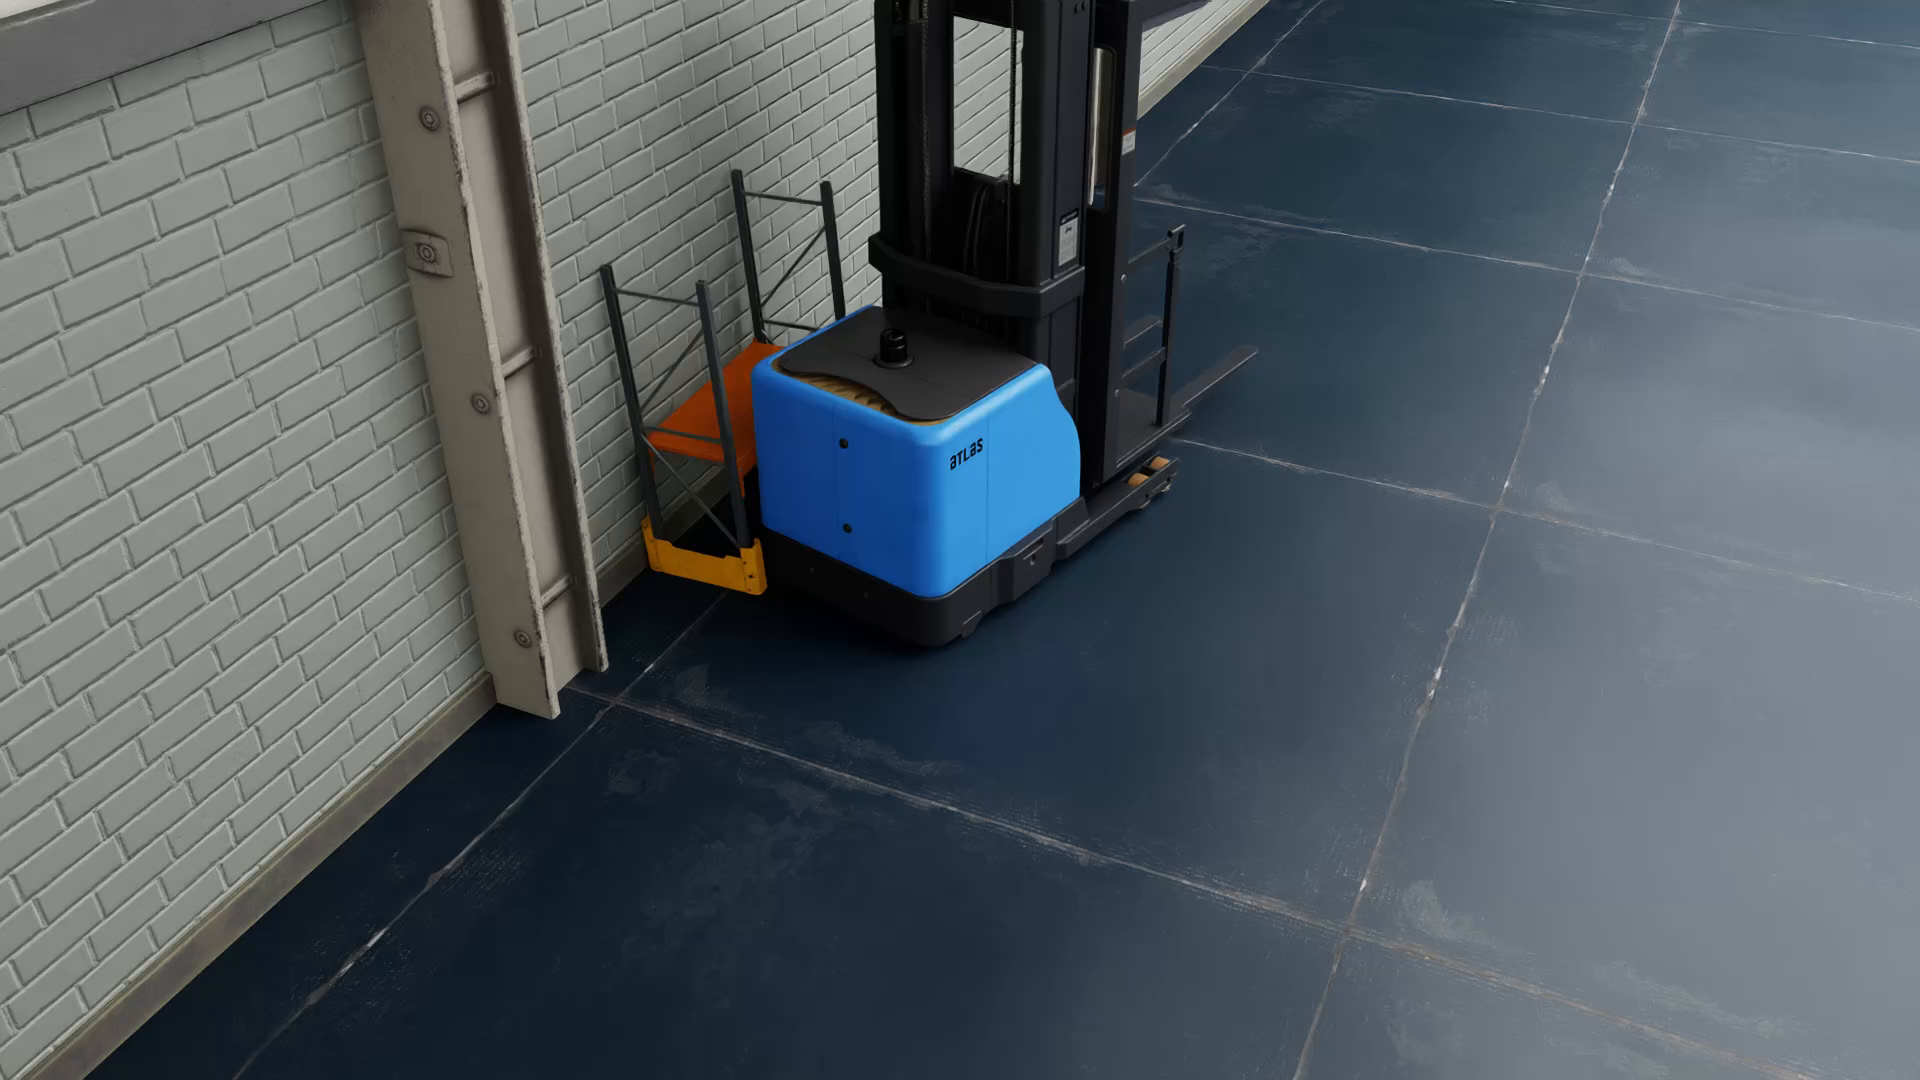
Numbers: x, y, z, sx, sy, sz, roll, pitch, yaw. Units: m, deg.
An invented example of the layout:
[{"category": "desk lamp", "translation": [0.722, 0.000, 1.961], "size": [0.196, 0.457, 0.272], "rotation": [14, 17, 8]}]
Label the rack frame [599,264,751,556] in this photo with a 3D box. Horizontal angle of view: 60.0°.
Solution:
[{"category": "rack frame", "translation": [-1.177, -0.445, 7.046], "size": [0.500, 1.500, 0.032], "rotation": [12, 38, 22]}]

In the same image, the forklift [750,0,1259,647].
[{"category": "forklift", "translation": [0.411, -1.527, 7.406], "size": [1.130, 2.935, 3.031], "rotation": [23, 40, 31]}]

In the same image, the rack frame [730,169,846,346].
[{"category": "rack frame", "translation": [-0.750, -0.995, 7.787], "size": [0.500, 1.500, 0.032], "rotation": [12, 38, 22]}]

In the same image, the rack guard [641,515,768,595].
[{"category": "rack guard", "translation": [-1.139, 0.065, 7.405], "size": [0.587, 0.250, 0.087], "rotation": [12, 38, 22]}]

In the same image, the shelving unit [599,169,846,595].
[{"category": "shelving unit", "translation": [-0.967, -0.715, 7.410], "size": [0.587, 1.500, 1.083], "rotation": [12, 38, 22]}]

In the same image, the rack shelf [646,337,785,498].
[{"category": "rack shelf", "translation": [-0.952, -0.573, 7.520], "size": [0.538, 0.185, 1.000], "rotation": [12, 38, 22]}]

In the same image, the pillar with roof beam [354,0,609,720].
[{"category": "pillar with roof beam", "translation": [2.224, -2.190, 2.883], "size": [9.100, 9.000, 0.400], "rotation": [14, 36, 20]}]

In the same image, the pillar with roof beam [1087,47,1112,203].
[{"category": "pillar with roof beam", "translation": [4.734, -5.178, 7.440], "size": [9.100, 9.000, 0.400], "rotation": [14, 36, 20]}]
